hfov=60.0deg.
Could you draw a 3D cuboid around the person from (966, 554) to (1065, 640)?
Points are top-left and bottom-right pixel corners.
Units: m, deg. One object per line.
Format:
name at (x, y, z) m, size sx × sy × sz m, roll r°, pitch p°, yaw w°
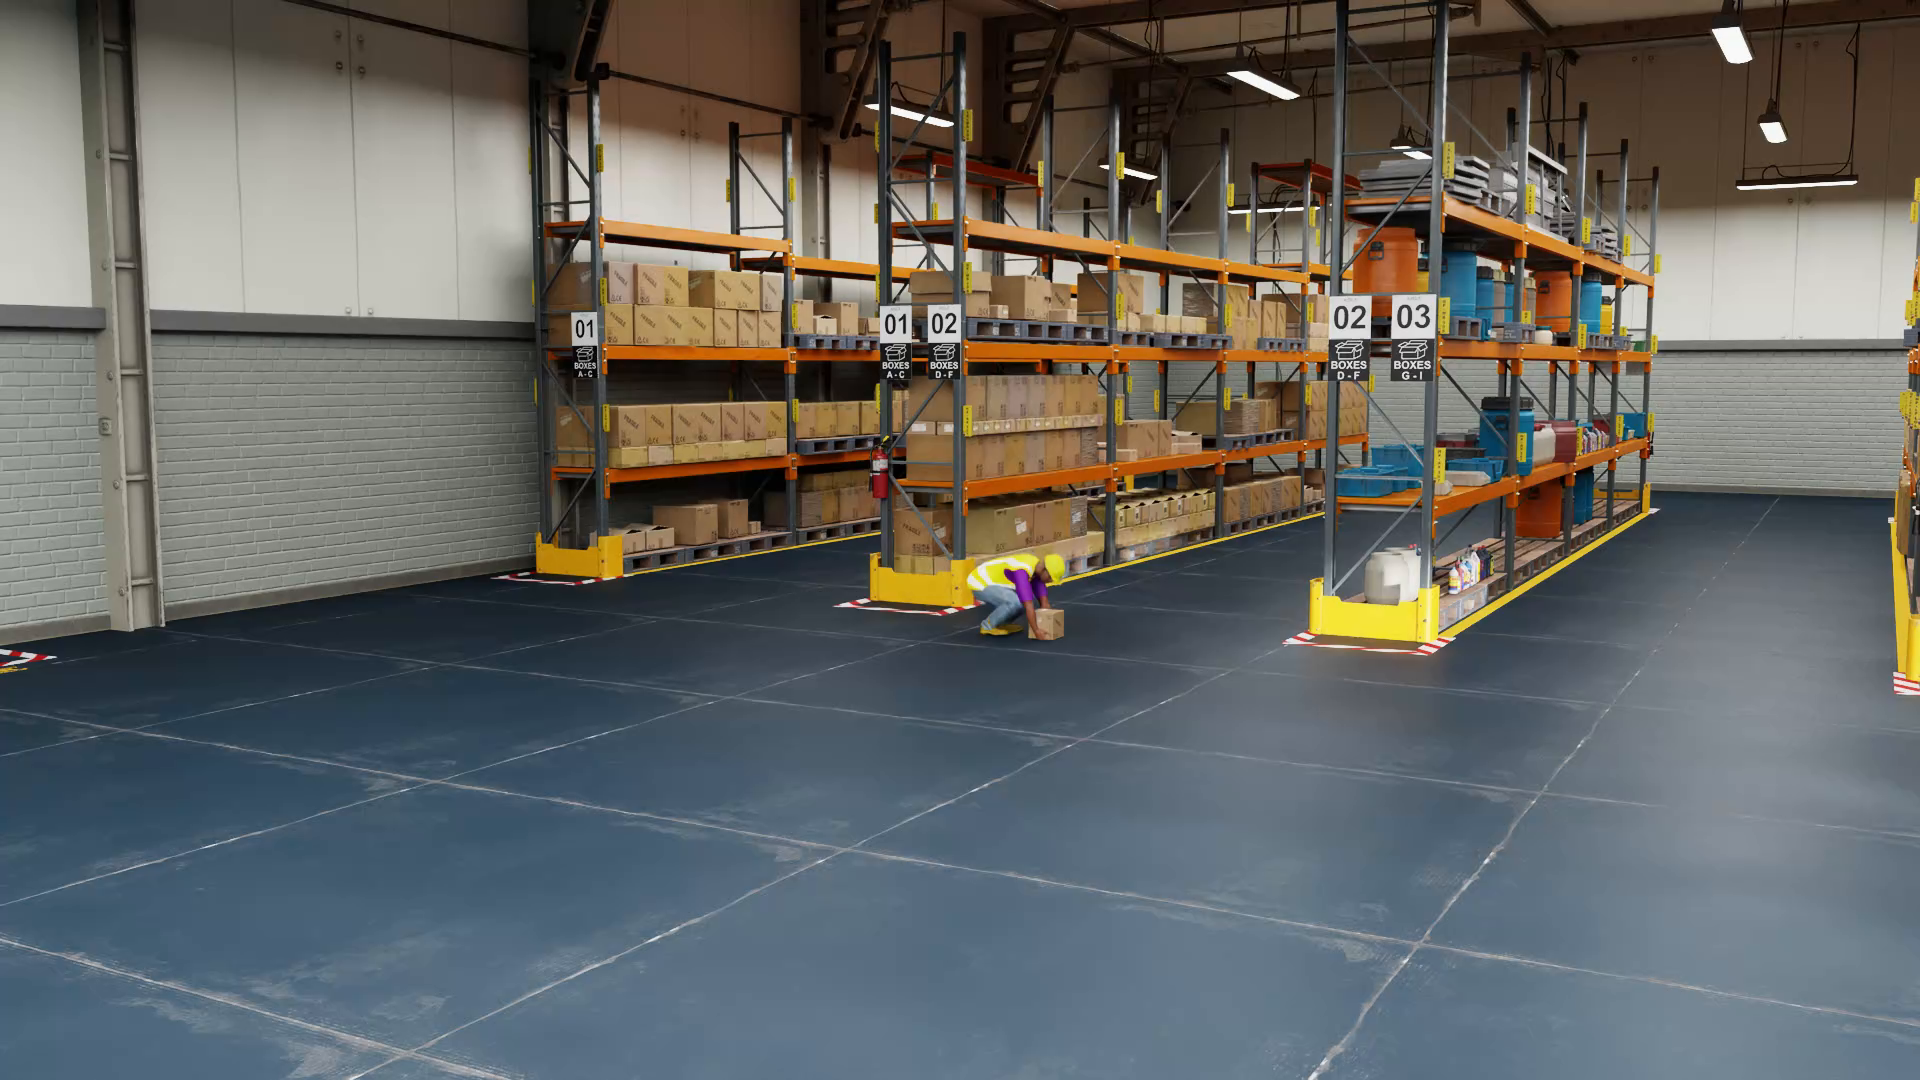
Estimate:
person at (0.551, 0.528, 15.847) m, size 0.955 × 0.827 × 0.529 m, roll 3°, pitch 7°, yaw 27°
